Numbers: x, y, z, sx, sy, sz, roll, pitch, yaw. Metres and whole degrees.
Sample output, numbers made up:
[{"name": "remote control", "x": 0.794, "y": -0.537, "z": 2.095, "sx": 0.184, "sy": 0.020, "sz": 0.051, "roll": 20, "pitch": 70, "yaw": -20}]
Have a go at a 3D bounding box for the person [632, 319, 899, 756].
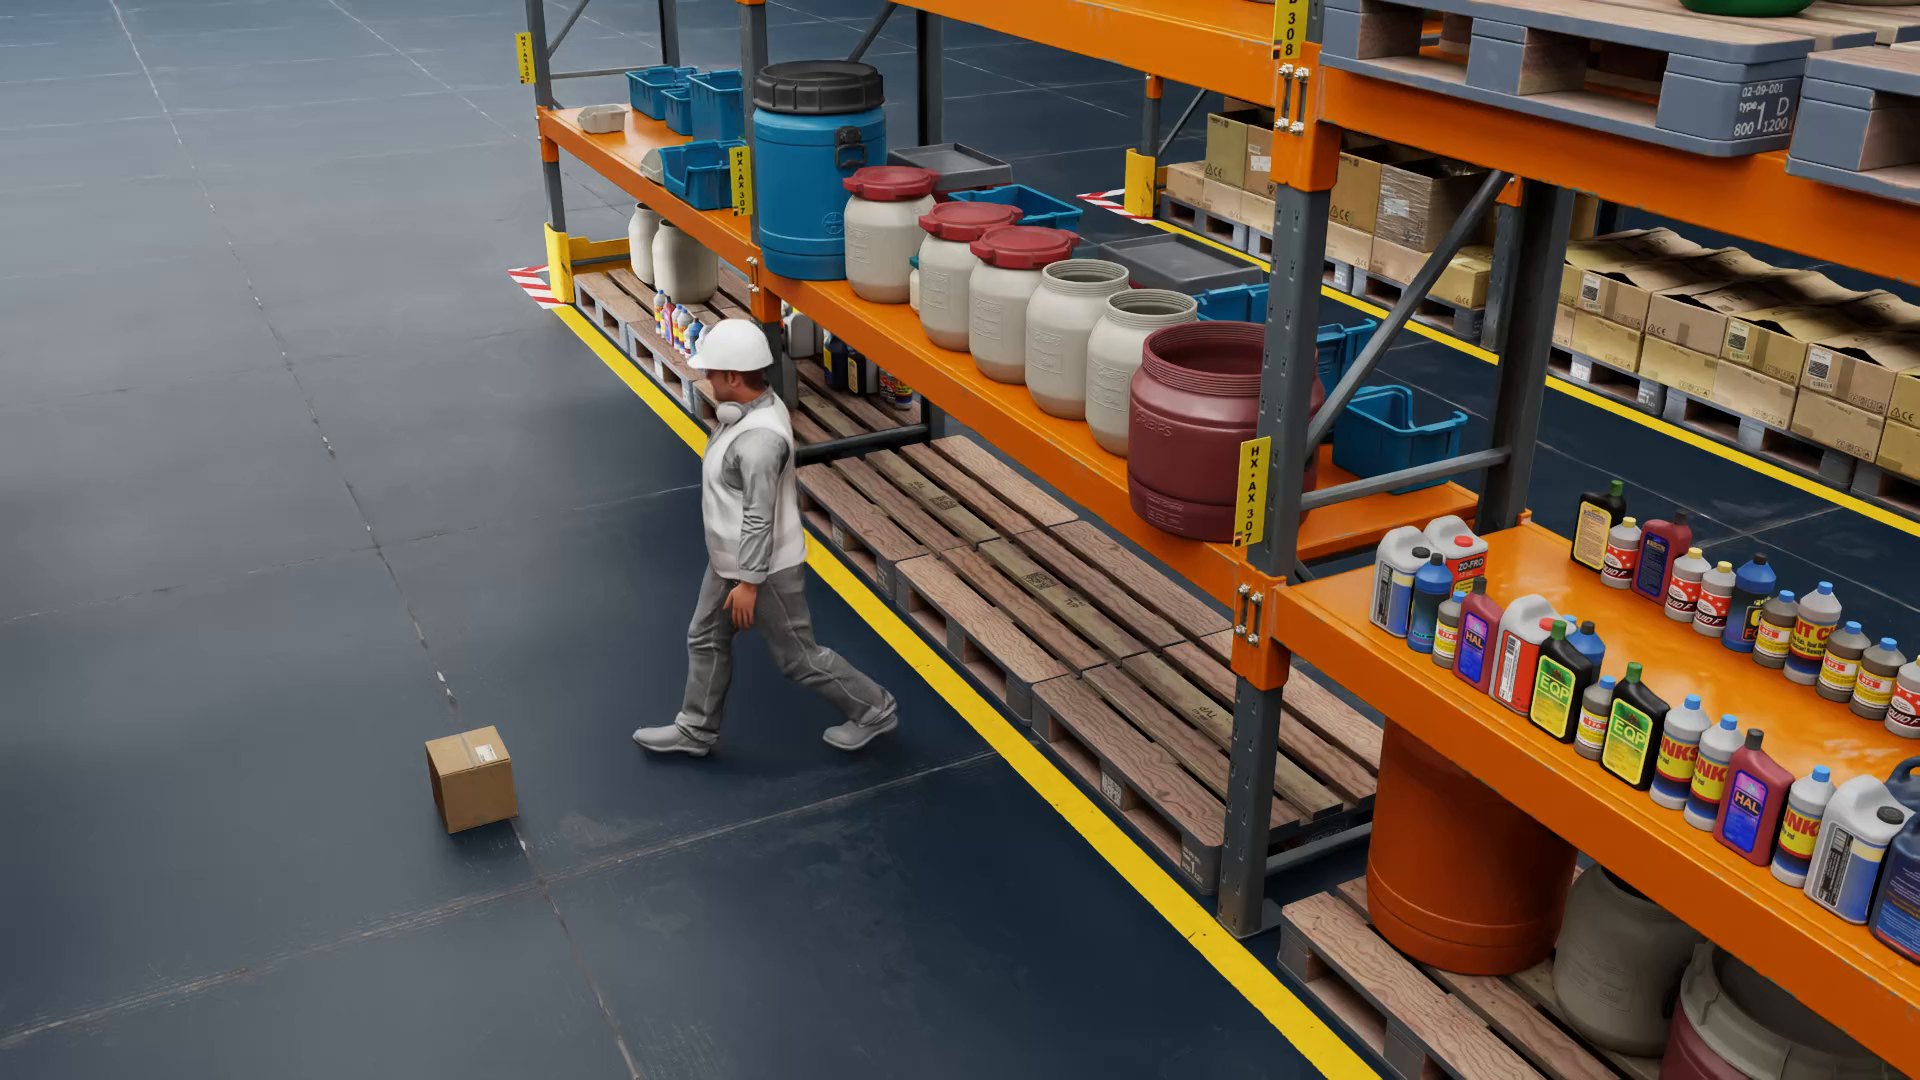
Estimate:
[{"name": "person", "x": -0.735, "y": 0.049, "z": 6.014, "sx": 0.999, "sy": 1.743, "sz": 0.556, "roll": -6, "pitch": 26, "yaw": -13}]
